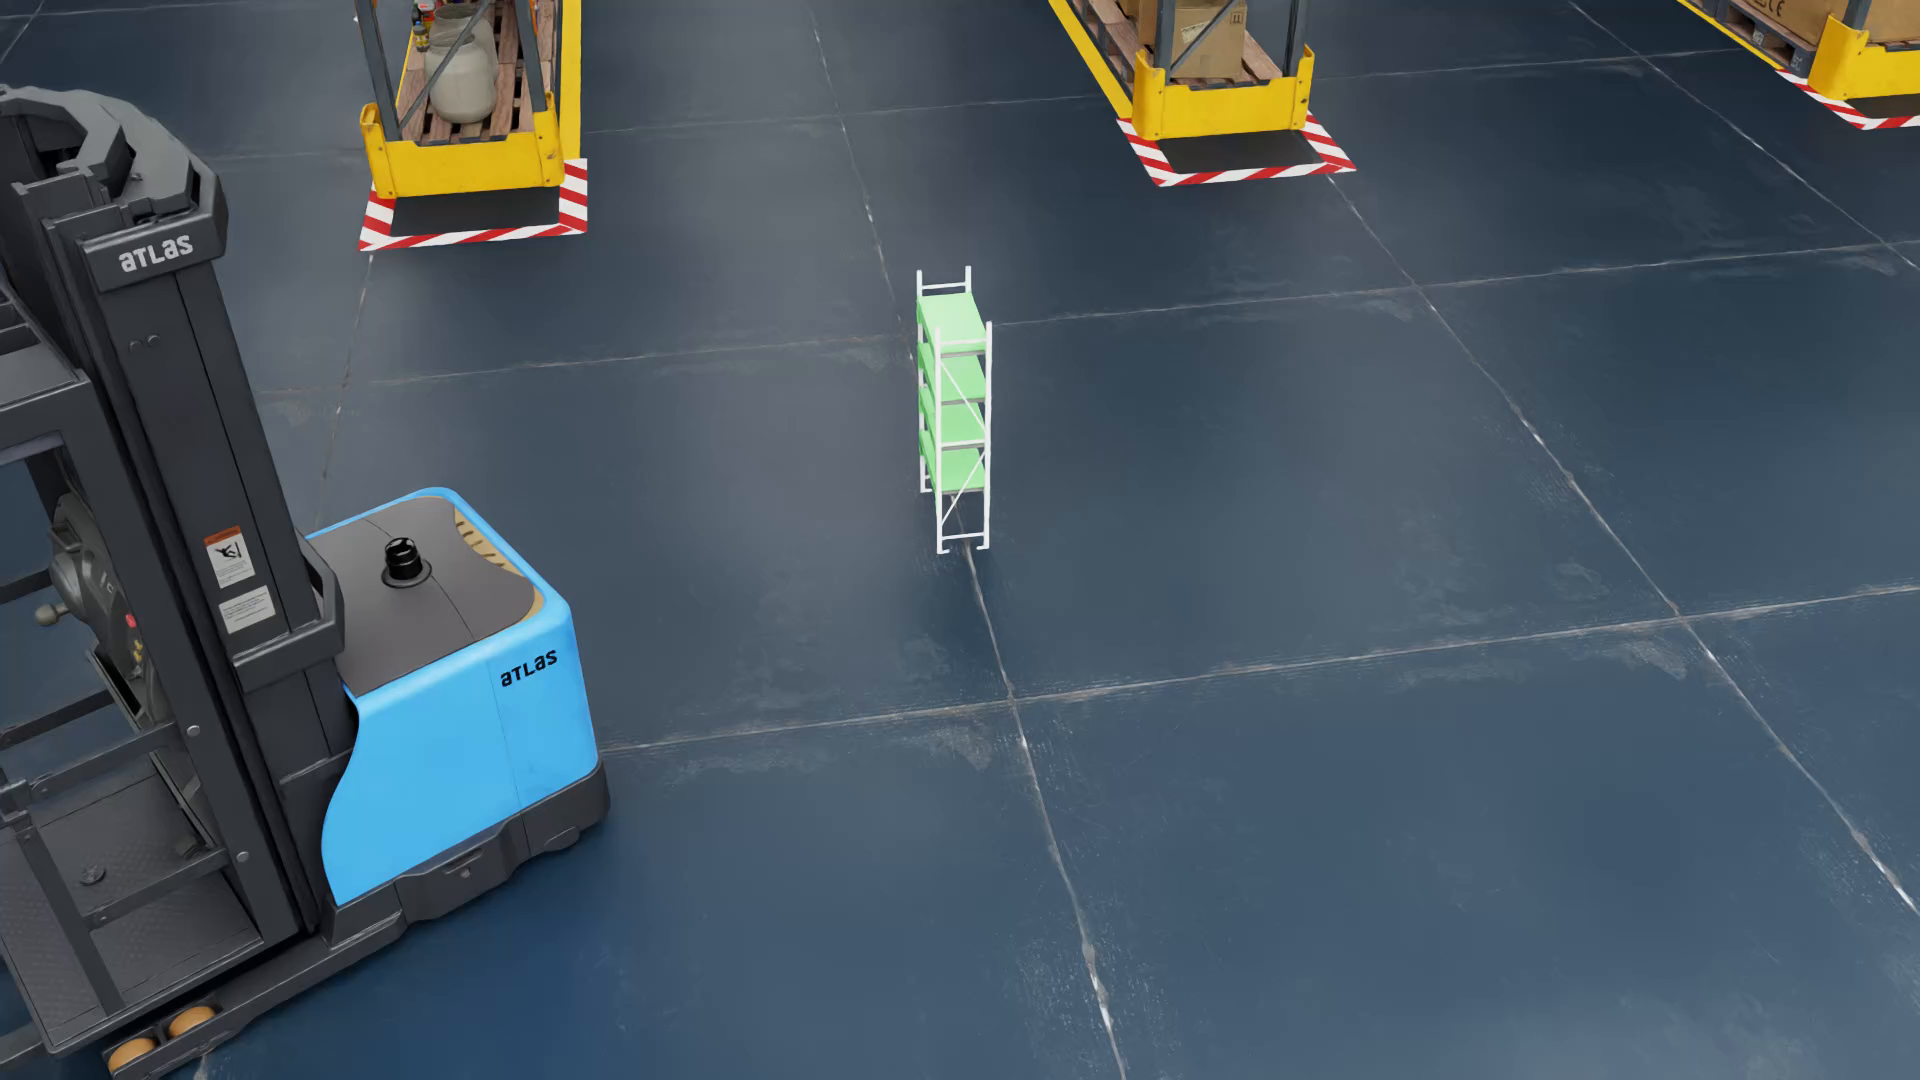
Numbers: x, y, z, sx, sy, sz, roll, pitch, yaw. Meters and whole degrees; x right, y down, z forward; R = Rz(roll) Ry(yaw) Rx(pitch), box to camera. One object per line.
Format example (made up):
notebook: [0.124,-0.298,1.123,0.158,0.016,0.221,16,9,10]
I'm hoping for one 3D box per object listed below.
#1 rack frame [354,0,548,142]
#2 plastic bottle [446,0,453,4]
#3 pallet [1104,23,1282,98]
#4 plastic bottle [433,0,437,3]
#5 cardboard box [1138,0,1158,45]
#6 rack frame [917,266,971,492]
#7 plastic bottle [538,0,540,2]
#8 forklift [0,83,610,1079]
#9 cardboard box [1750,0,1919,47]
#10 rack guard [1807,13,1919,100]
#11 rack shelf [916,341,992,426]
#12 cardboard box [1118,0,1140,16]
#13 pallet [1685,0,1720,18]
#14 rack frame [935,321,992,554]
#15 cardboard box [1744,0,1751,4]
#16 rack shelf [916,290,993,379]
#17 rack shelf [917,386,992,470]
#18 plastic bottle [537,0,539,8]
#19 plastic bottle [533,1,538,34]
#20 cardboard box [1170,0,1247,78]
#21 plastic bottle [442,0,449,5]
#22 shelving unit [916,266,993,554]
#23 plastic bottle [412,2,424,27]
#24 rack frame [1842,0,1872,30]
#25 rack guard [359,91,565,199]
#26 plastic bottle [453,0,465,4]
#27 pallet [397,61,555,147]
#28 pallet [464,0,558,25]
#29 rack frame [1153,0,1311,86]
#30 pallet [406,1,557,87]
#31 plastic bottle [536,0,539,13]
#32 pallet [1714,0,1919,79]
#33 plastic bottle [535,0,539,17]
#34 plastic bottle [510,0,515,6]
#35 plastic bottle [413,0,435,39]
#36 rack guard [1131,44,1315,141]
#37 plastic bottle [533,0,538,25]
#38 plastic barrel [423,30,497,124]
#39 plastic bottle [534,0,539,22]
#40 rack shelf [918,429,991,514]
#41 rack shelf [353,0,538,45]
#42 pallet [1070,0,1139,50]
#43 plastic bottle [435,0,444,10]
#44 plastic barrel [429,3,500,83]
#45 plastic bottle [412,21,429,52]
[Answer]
rack frame: [-3.089,-3.462,9.761,1.000,3.000,0.127,-6,38,-8]
plastic bottle: [-3.806,-3.970,12.338,0.097,0.201,0.097,0,38,0]
pallet: [1.666,-3.434,11.998,1.003,0.211,1.213,-6,38,-8]
plastic bottle: [-3.884,-3.861,12.136,0.152,0.276,0.135,-7,38,-9]
cardboard box: [1.556,-3.909,12.032,0.500,0.500,0.500,3,38,4]
rack frame: [-0.072,-0.721,7.700,0.240,1.200,0.015,-6,38,-8]
plastic bottle: [-3.279,-4.208,12.583,0.152,0.276,0.135,-6,38,-7]
forklift: [-2.786,0.271,5.013,3.031,2.935,1.130,-27,45,-30]
cardboard box: [6.504,-4.196,12.096,0.875,0.875,0.875,-6,38,-8]
rack guard: [6.692,-3.465,11.803,1.175,0.500,0.348,-6,38,-8]
rack shelf: [-0.029,-0.713,7.403,0.258,0.148,0.480,-6,38,-8]
cardboard box: [1.465,-4.290,12.522,0.500,0.500,0.500,-3,38,-4]
pallet: [6.260,-4.575,13.467,1.003,0.211,1.213,-6,38,-8]
rack frame: [0.014,-0.426,7.321,0.240,1.200,0.015,-6,38,-8]
cardboard box: [6.348,-4.727,12.779,0.875,0.875,0.875,-7,38,-9]
rack shelf: [-0.029,-0.902,7.255,0.258,0.148,0.480,-6,38,-8]
rack shelf: [-0.029,-0.523,7.550,0.258,0.148,0.480,-6,38,-8]
plastic bottle: [-3.231,-4.110,12.518,0.097,0.201,0.097,0,38,0]
plastic bottle: [-3.122,-3.830,12.090,0.061,0.283,0.133,-6,38,-7]
cardboard box: [1.694,-3.552,11.572,0.500,0.500,0.500,0,38,1]
plastic bottle: [-3.765,-3.856,12.191,0.097,0.201,0.097,0,38,0]
shelving unit: [-0.029,-0.574,7.511,0.258,1.200,0.503,-6,38,-8]
plastic bottle: [-3.881,-3.693,11.915,0.061,0.283,0.133,-5,38,-7]
rack frame: [6.688,-4.467,11.055,1.000,3.000,0.127,-6,38,-8]
rack guard: [-3.149,-2.515,10.580,1.175,0.500,0.348,-6,38,-8]
plastic bottle: [-3.808,-4.104,12.449,0.152,0.276,0.135,-6,38,-8]
pallet: [-3.286,-2.893,11.301,1.003,0.211,1.213,-6,38,-8]
pallet: [-3.714,-4.366,13.198,1.003,0.211,1.213,-6,38,-8]
rack frame: [1.787,-3.994,10.446,1.000,3.000,0.127,-6,38,-8]
pallet: [-3.496,-3.628,12.248,1.003,0.211,1.213,-6,38,-8]
plastic bottle: [-3.213,-4.076,12.417,0.097,0.271,0.097,0,38,0]
pallet: [6.471,-3.840,12.521,1.003,0.211,1.213,-6,38,-8]
plastic bottle: [-3.195,-3.986,12.358,0.097,0.201,0.097,0,38,0]
plastic bottle: [-3.384,-4.199,12.566,0.061,0.283,0.133,-6,38,-8]
plastic bottle: [-3.860,-3.777,12.028,0.152,0.276,0.135,-6,38,-8]
rack guard: [1.774,-3.053,11.272,1.175,0.500,0.348,-6,38,-8]
plastic bottle: [-3.160,-3.894,12.182,0.097,0.271,0.097,0,38,0]
plastic barrel: [-3.280,-3.034,10.896,0.421,0.512,0.421,0,38,0]
plastic bottle: [-3.178,-3.954,12.260,0.097,0.271,0.097,0,38,0]
rack shelf: [-0.029,-0.334,7.697,0.258,0.148,0.480,-6,38,-8]
rack shelf: [-3.440,-4.386,11.536,1.077,0.370,4.000,-6,38,-8]
pallet: [1.456,-4.169,12.944,1.003,0.211,1.213,-6,38,-8]
plastic bottle: [-3.755,-3.792,12.041,0.061,0.283,0.133,-6,38,-8]
plastic barrel: [-3.368,-3.337,11.286,0.421,0.512,0.421,0,38,0]
plastic bottle: [-3.843,-3.592,11.851,0.097,0.201,0.097,0,38,0]
